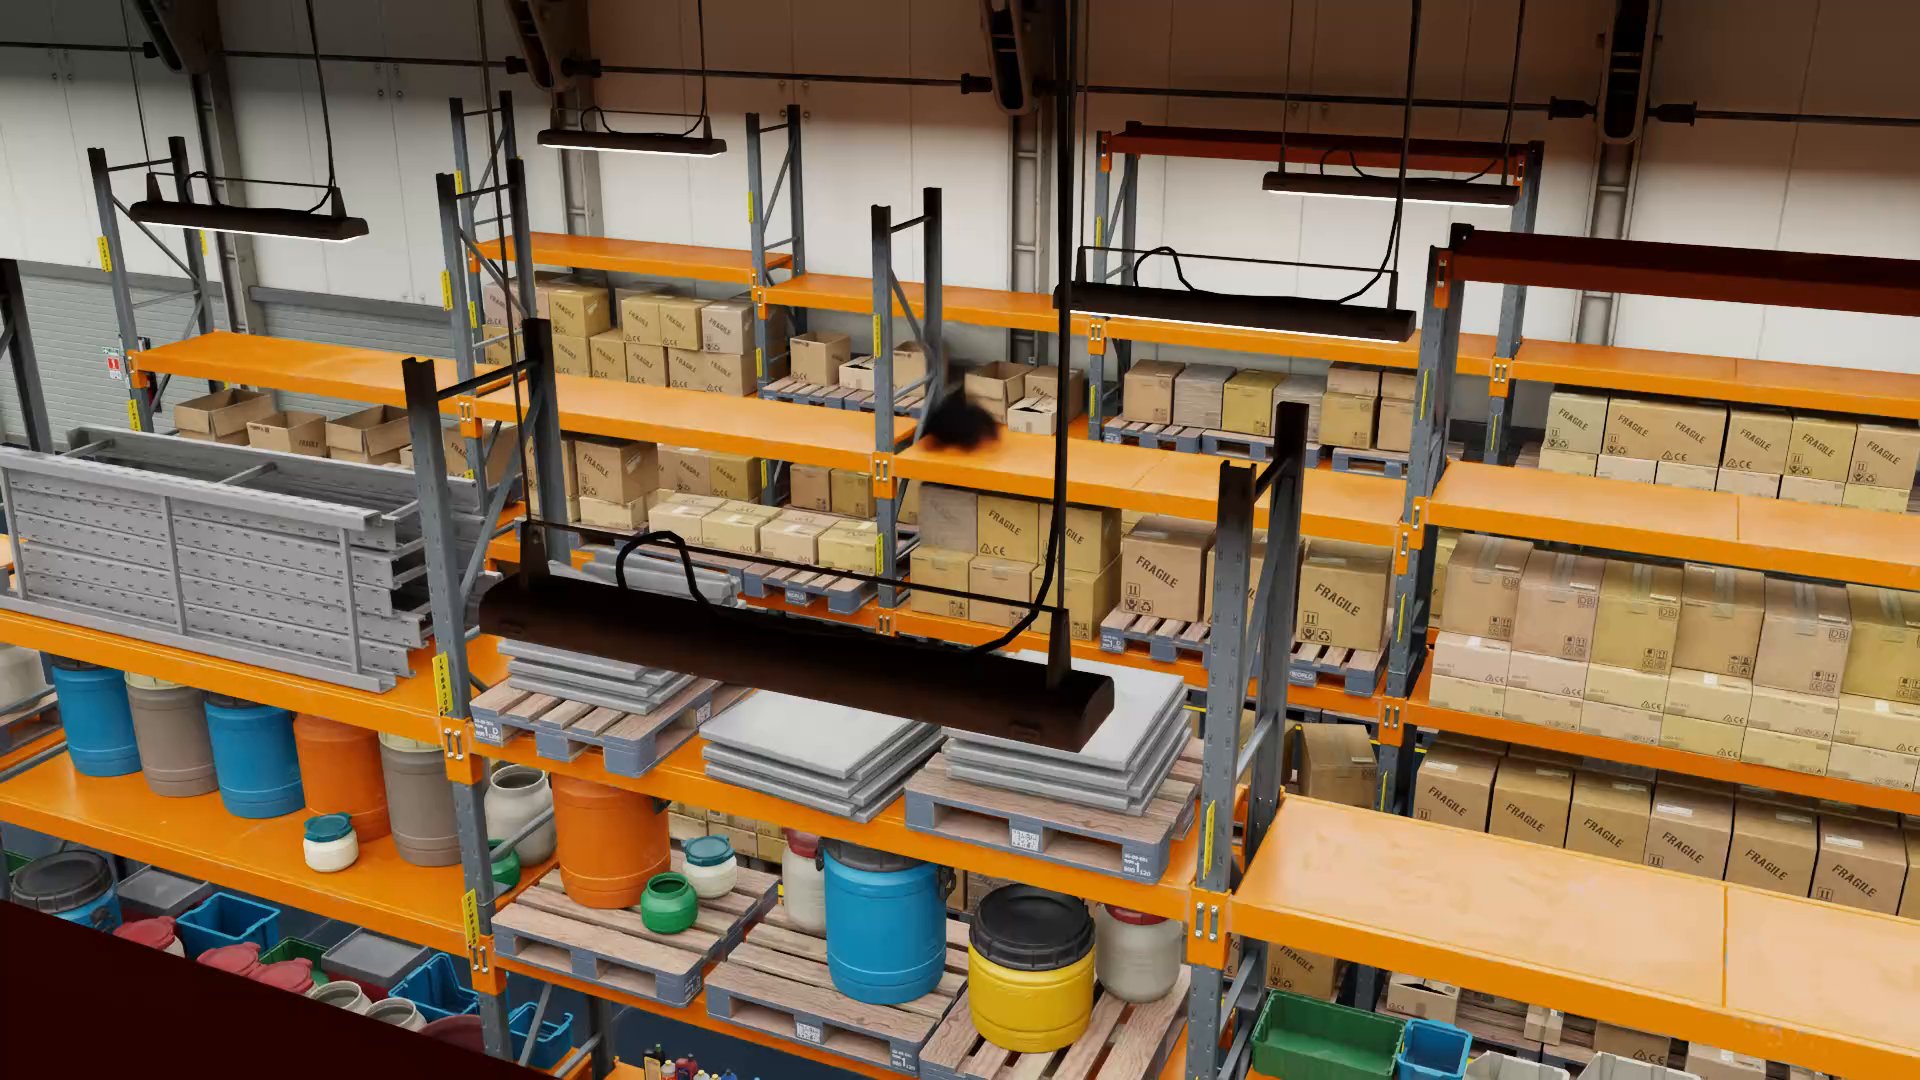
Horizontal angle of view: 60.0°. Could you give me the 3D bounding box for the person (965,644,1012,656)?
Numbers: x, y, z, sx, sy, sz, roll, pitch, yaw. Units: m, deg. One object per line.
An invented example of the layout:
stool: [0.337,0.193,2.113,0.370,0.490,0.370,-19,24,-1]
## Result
person: [0.435,1.294,17.194,0.755,1.482,0.569,2,21,4]
